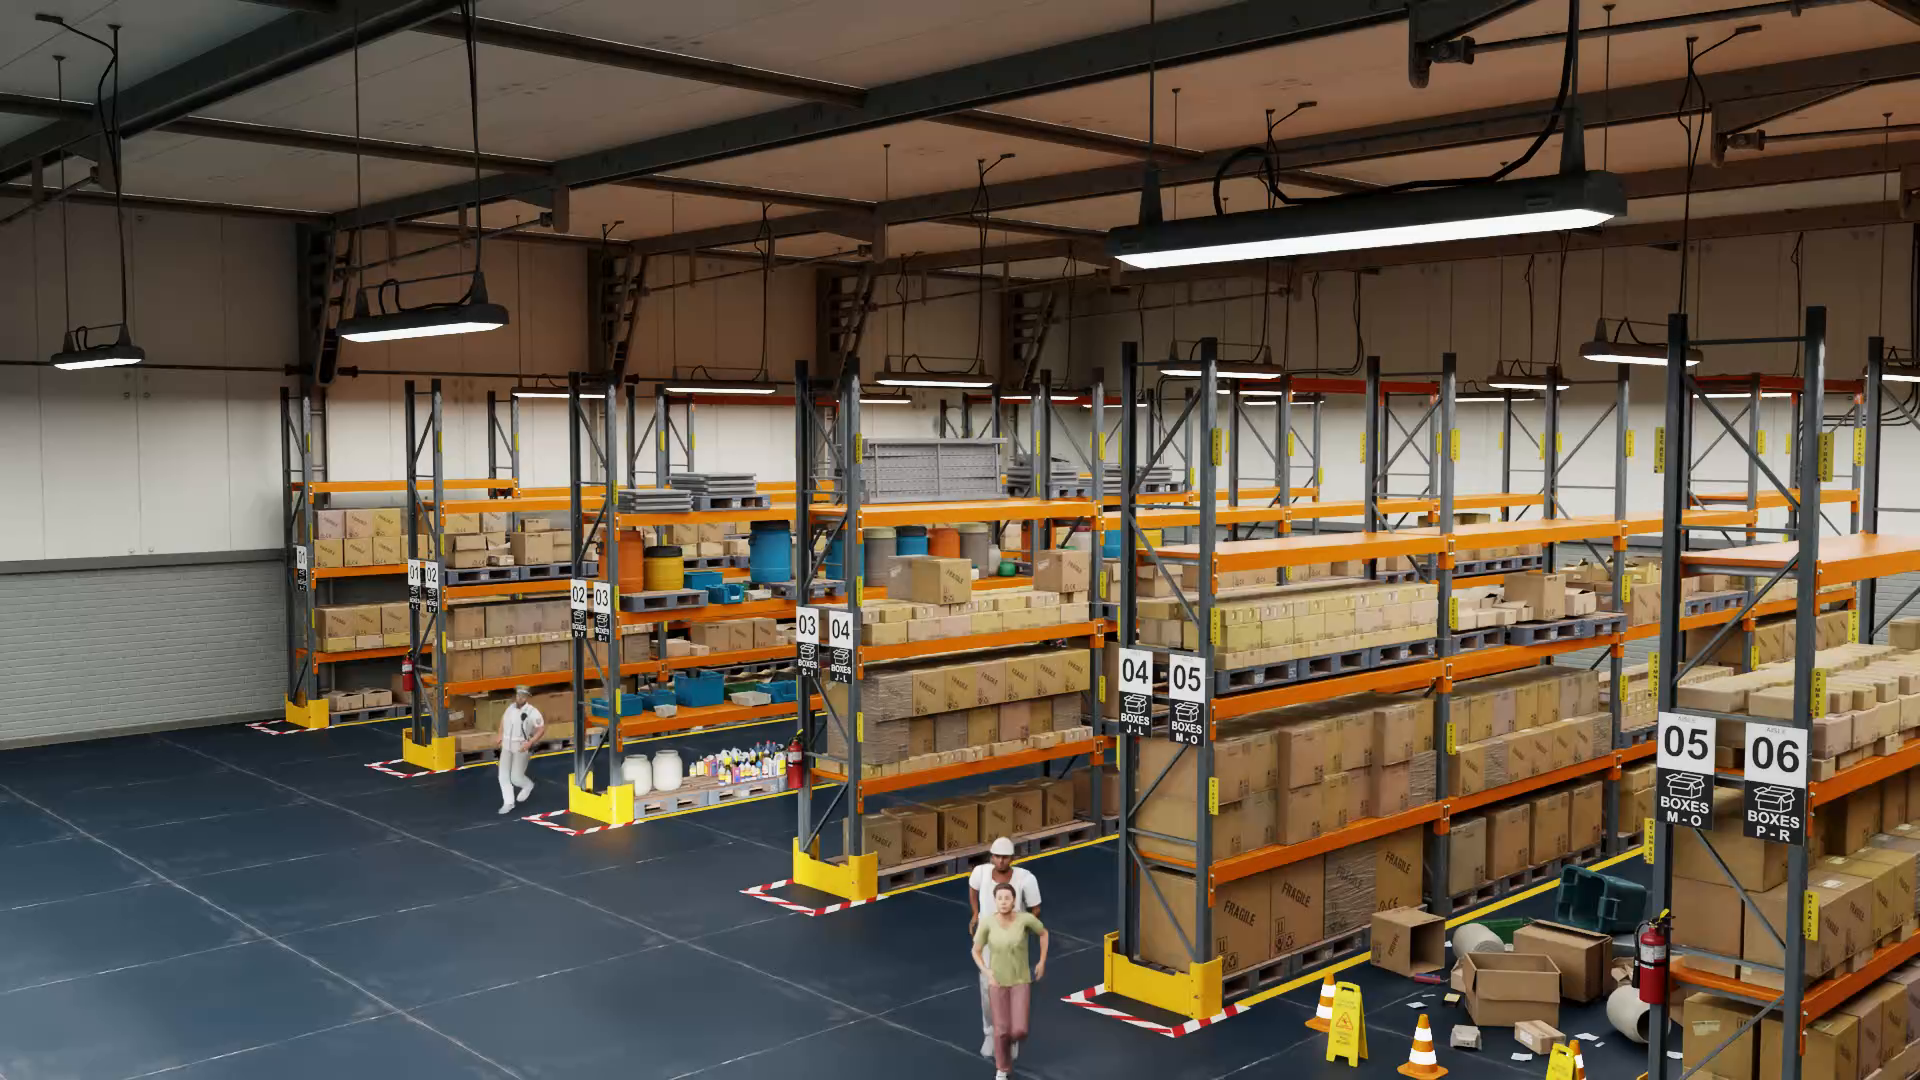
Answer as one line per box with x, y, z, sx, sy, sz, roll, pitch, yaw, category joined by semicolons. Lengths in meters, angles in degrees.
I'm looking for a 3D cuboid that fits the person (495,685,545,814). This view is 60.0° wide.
-6.033;2.848;22.860;0.716;1.750;0.689;1;4;16;person

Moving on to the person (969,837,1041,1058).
0.376;3.389;14.102;0.631;1.797;0.870;0;4;5;person

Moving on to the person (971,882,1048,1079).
0.393;3.518;13.179;0.609;1.632;0.602;0;4;3;person
